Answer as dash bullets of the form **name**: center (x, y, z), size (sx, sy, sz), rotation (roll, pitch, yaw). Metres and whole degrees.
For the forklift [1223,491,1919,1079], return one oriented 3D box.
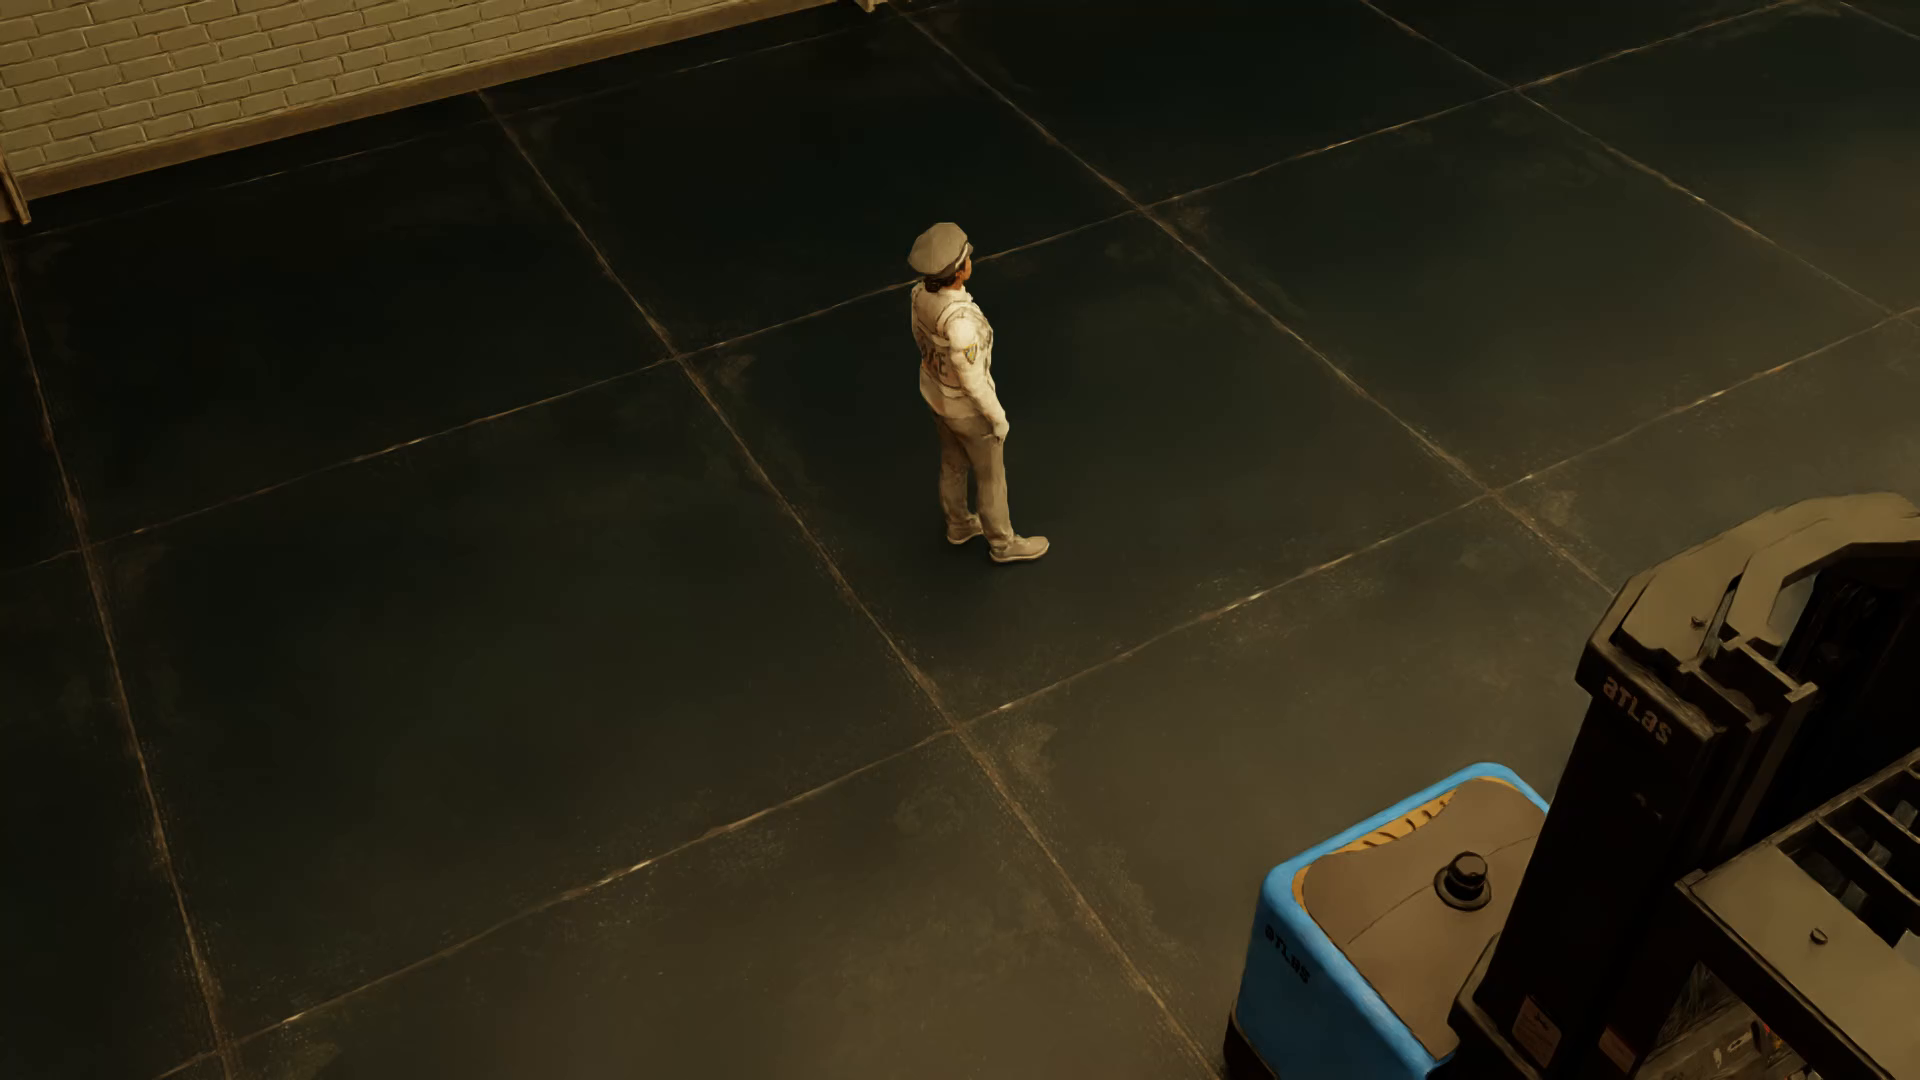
- **forklift**: center (2.094, 1.456, 4.128), size (1.130, 2.935, 3.031), rotation (-21, 47, -22)

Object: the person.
- **person**: center (0.062, -0.646, 7.292), size (0.532, 1.695, 0.586), rotation (-21, 47, -21)
